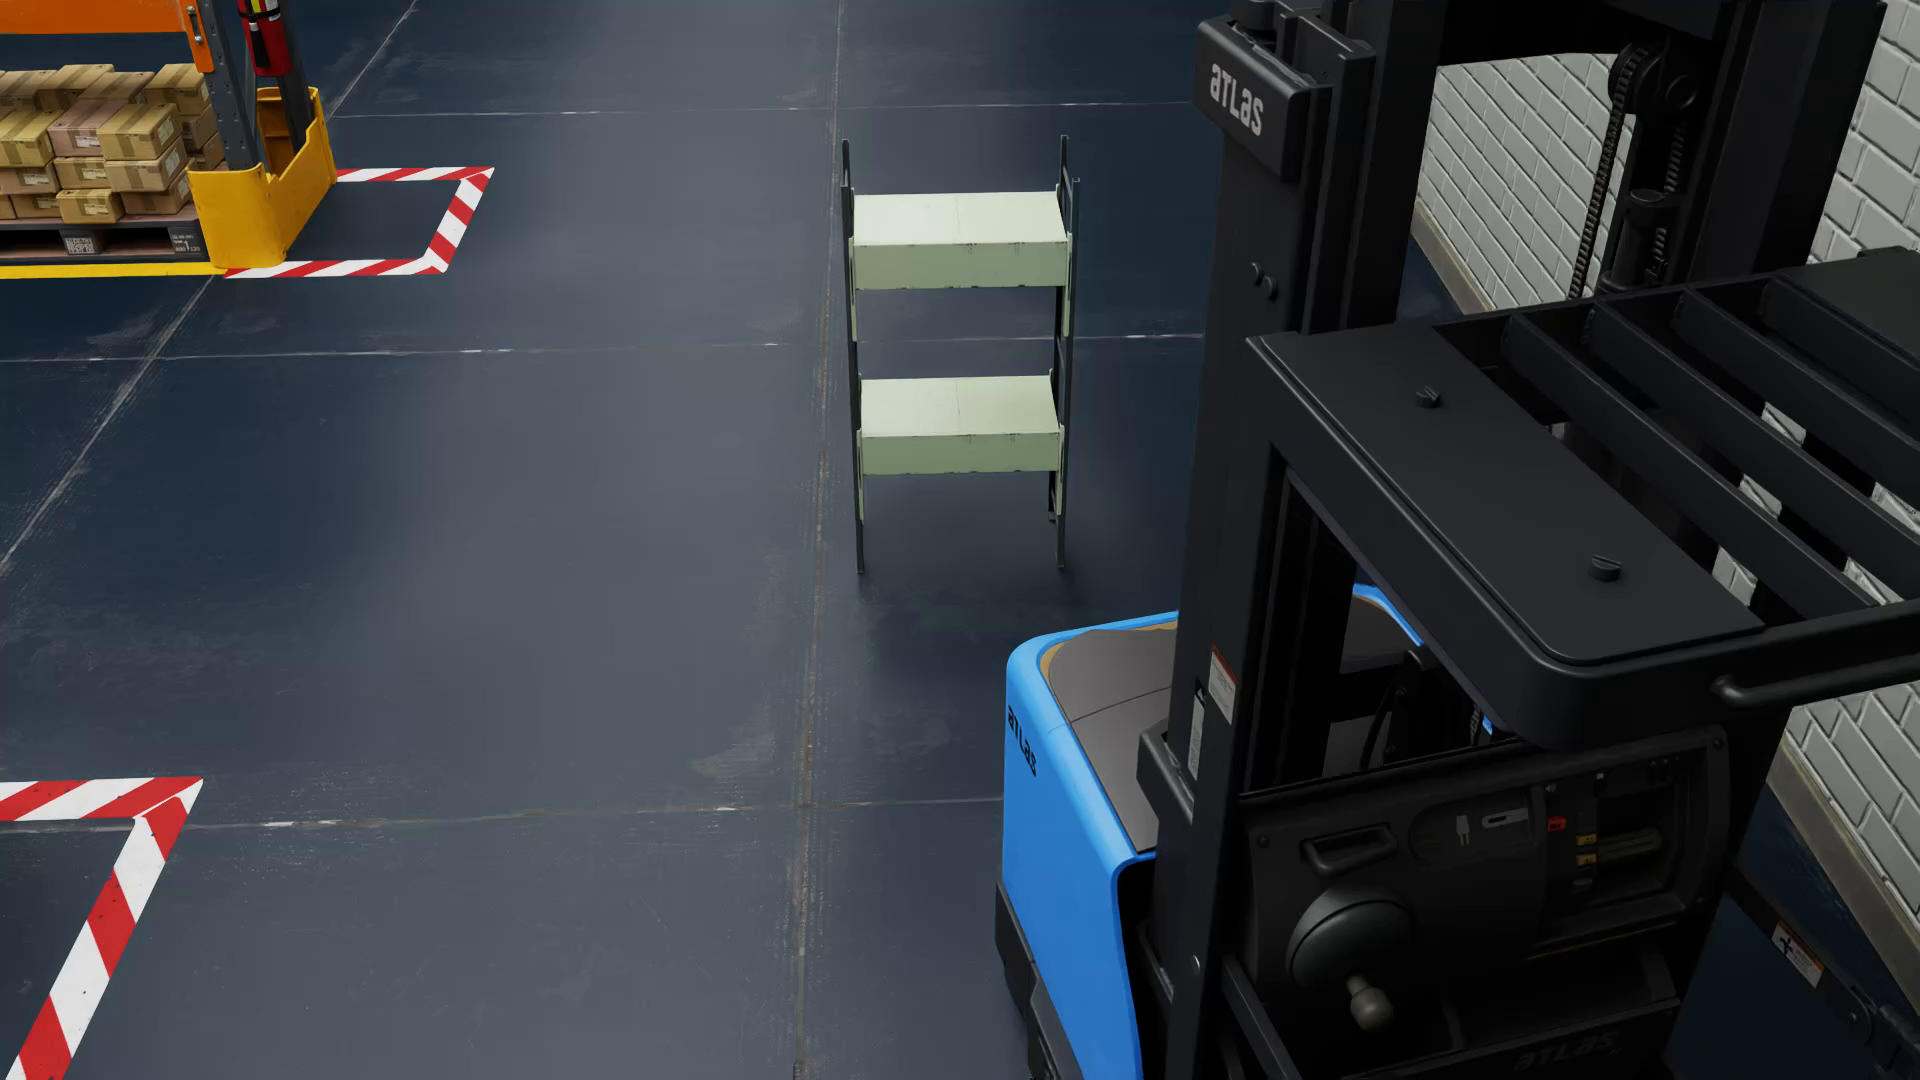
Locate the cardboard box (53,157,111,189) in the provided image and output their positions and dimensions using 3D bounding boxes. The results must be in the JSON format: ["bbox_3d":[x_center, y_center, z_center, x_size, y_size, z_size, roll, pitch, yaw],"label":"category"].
[{"bbox_3d":[-4.253,-1.873,8.196,0.250,0.149,0.380,-2,35,-3],"label":"cardboard box"}]

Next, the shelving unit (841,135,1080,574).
[{"bbox_3d":[-0.007,-0.617,5.823,0.755,1.500,0.431,-2,35,-2],"label":"shelving unit"}]

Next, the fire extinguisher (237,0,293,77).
[{"bbox_3d":[-3.202,-2.463,7.569,0.183,0.674,0.296,-2,35,-2],"label":"fire extinguisher"}]

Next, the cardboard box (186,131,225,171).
[{"bbox_3d":[-4.014,-2.072,8.744,0.250,0.149,0.380,-1,35,-1],"label":"cardboard box"}]

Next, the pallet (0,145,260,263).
[{"bbox_3d":[-4.364,-1.753,8.598,1.213,0.211,1.003,-2,35,-2],"label":"pallet"}]

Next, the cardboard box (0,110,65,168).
[{"bbox_3d":[-4.499,-1.937,8.026,0.250,0.149,0.380,-2,35,-3],"label":"cardboard box"}]

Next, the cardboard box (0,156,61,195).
[{"bbox_3d":[-4.508,-1.835,8.140,0.250,0.149,0.380,-3,35,-4],"label":"cardboard box"}]

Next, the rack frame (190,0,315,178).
[{"bbox_3d":[-3.475,-2.904,7.810,0.127,3.000,1.000,-2,35,-2],"label":"rack frame"}]

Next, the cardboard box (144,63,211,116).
[{"bbox_3d":[-4.015,-2.328,8.591,0.250,0.149,0.380,-3,35,-4],"label":"cardboard box"}]

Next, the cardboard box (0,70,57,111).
[{"bbox_3d":[-4.786,-2.264,8.499,0.250,0.149,0.380,-3,35,-5],"label":"cardboard box"}]

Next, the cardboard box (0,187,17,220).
[{"bbox_3d":[-4.757,-1.735,8.257,0.250,0.149,0.380,-1,35,-2],"label":"cardboard box"}]

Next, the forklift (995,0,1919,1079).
[{"bbox_3d":[0.995,0.648,2.738,1.130,2.935,3.031,-9,36,-13],"label":"forklift"}]

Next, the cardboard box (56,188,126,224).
[{"bbox_3d":[-4.243,-1.707,8.217,0.250,0.149,0.380,-1,35,-1],"label":"cardboard box"}]

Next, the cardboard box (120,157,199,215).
[{"bbox_3d":[-3.991,-1.771,8.310,0.250,0.149,0.380,-1,35,-1],"label":"cardboard box"}]

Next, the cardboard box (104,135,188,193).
[{"bbox_3d":[-3.989,-1.850,8.162,0.250,0.149,0.380,-2,35,-4],"label":"cardboard box"}]

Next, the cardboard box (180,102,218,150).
[{"bbox_3d":[-4.011,-2.158,8.607,0.250,0.149,0.380,0,35,0],"label":"cardboard box"}]

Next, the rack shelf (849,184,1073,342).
[{"bbox_3d":[-0.007,-0.937,5.601,0.720,0.370,0.431,-2,35,-2],"label":"rack shelf"}]

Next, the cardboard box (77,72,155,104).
[{"bbox_3d":[-4.284,-2.252,8.481,0.250,0.149,0.380,-1,35,-1],"label":"cardboard box"}]

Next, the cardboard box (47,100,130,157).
[{"bbox_3d":[-4.246,-2.016,8.141,0.250,0.149,0.380,-1,35,-1],"label":"cardboard box"}]

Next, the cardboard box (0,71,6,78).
[{"bbox_3d":[-5.063,-2.262,8.496,0.250,0.149,0.380,0,35,0],"label":"cardboard box"}]

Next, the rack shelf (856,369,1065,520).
[{"bbox_3d":[-0.007,-0.348,6.008,0.720,0.370,0.431,-2,35,-2],"label":"rack shelf"}]

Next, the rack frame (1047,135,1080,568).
[{"bbox_3d":[0.359,-0.626,5.837,0.023,1.500,0.400,-2,35,-2],"label":"rack frame"}]

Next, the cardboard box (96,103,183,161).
[{"bbox_3d":[-3.992,-1.990,8.103,0.250,0.149,0.380,-1,35,-2],"label":"cardboard box"}]

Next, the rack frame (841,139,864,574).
[{"bbox_3d":[-0.372,-0.607,5.809,0.023,1.500,0.400,-2,35,-2],"label":"rack frame"}]

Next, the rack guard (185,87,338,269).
[{"bbox_3d":[-3.551,-1.874,8.518,0.348,0.500,1.175,-2,35,-2],"label":"rack guard"}]

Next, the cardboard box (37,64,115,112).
[{"bbox_3d":[-4.542,-2.318,8.577,0.250,0.149,0.380,-2,35,-2],"label":"cardboard box"}]

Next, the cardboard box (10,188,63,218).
[{"bbox_3d":[-4.511,-1.749,8.277,0.250,0.149,0.380,-2,35,-2],"label":"cardboard box"}]

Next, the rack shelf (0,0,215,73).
[{"bbox_3d":[-5.473,-2.554,7.937,4.000,0.370,1.077,-2,35,-2],"label":"rack shelf"}]

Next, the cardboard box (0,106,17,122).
[{"bbox_3d":[-4.760,-1.966,8.068,0.250,0.149,0.380,-3,35,-4],"label":"cardboard box"}]
